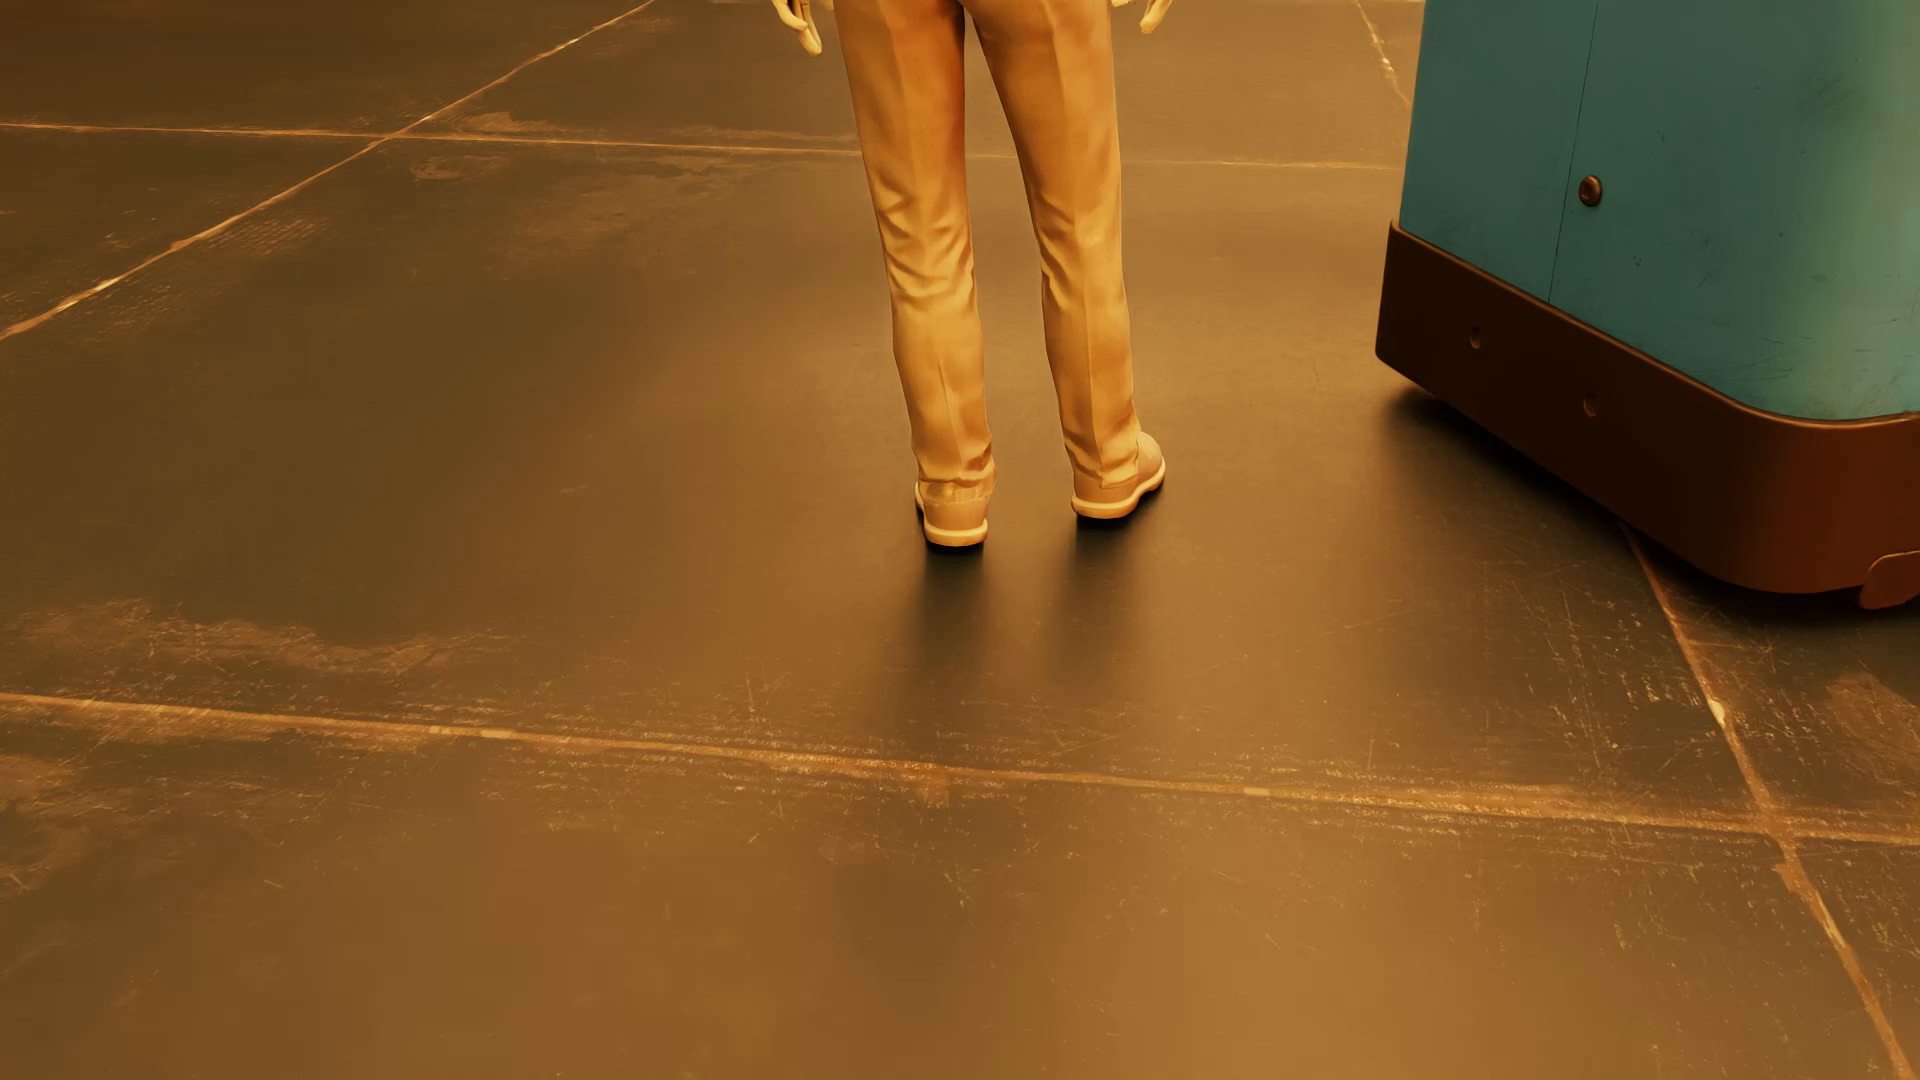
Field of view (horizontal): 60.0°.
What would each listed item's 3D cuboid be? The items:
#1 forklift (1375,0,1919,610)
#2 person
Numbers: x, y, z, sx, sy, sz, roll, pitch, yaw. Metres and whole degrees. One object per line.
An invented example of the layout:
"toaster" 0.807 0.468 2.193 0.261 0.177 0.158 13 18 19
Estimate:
"forklift" 2.327 -1.584 2.392 3.031 2.935 1.130 -8 28 -15
"person" 0.015 -0.794 2.178 0.588 1.695 0.531 3 27 7
